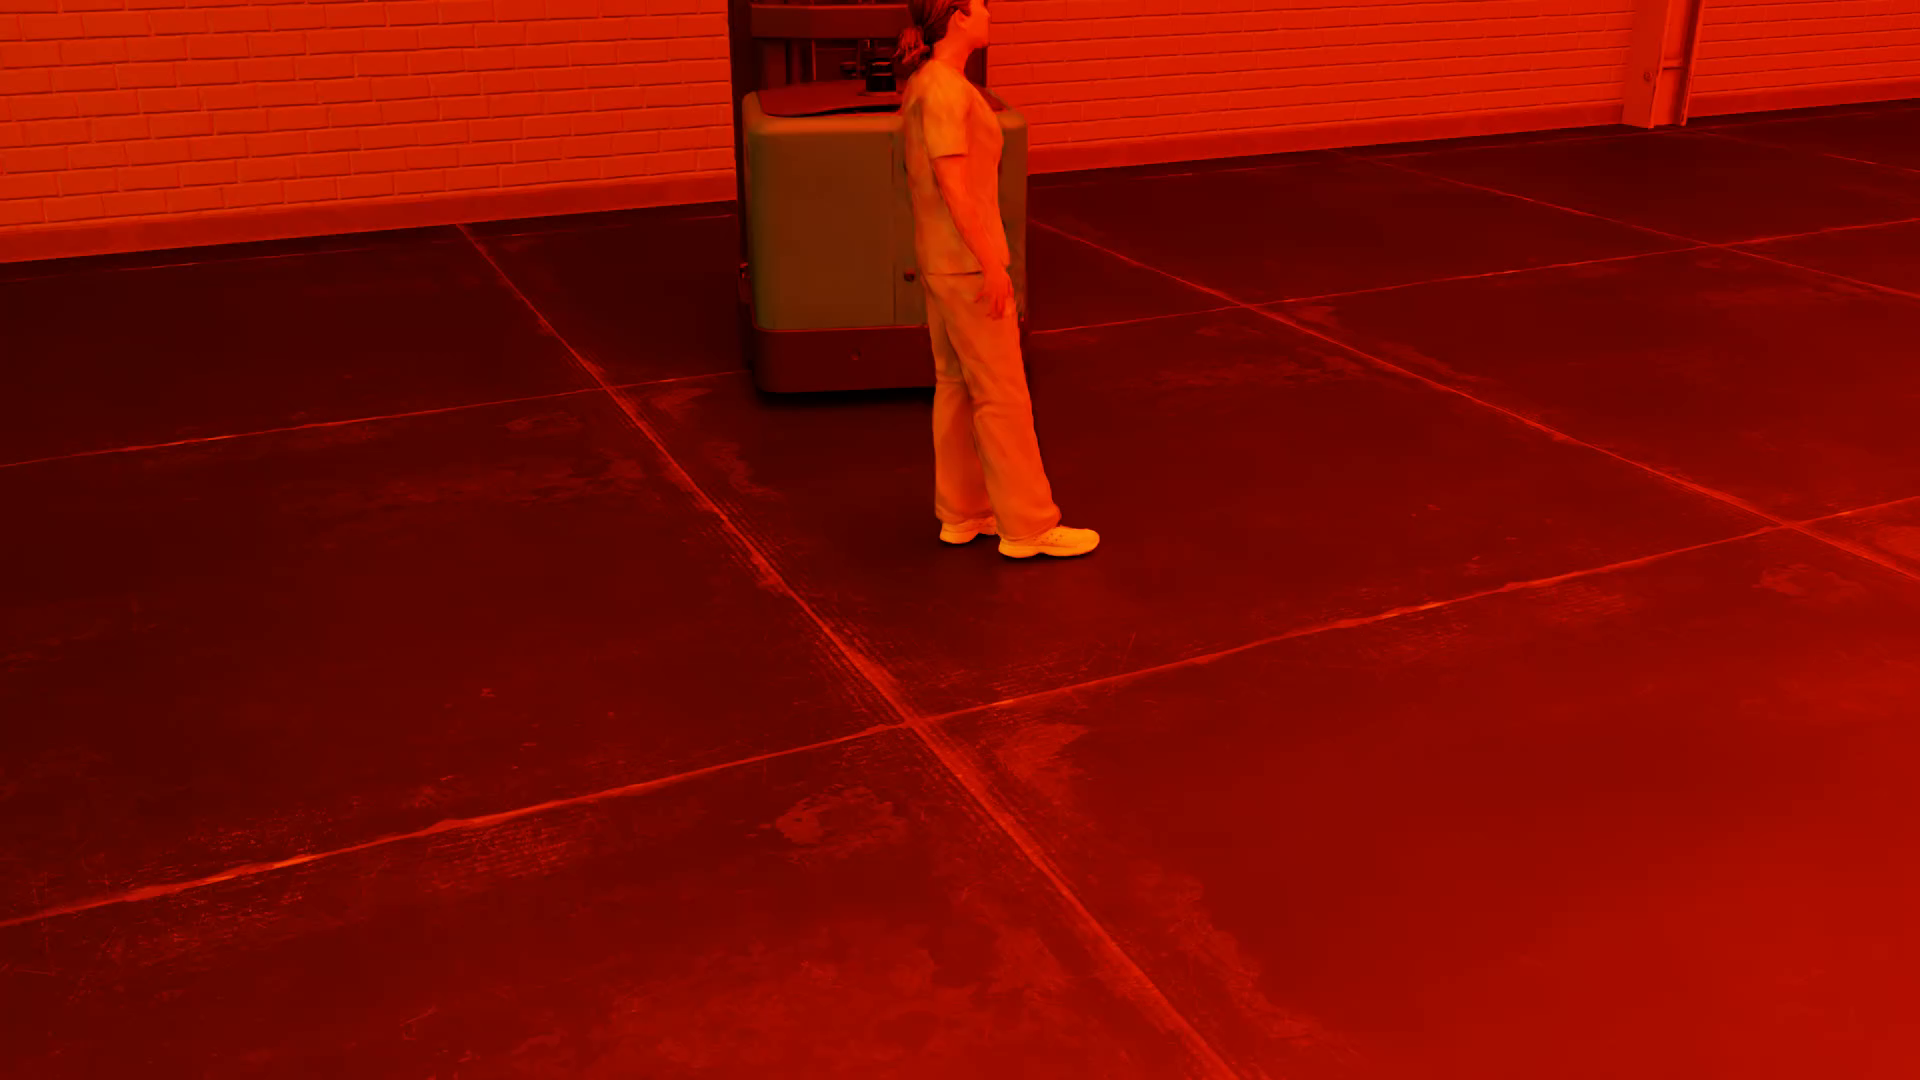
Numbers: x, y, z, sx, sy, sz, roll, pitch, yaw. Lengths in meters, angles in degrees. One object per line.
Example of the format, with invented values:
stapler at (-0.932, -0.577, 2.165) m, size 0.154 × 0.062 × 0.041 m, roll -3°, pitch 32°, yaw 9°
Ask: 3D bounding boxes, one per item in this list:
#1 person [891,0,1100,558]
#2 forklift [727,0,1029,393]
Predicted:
person at (0.103, -0.786, 4.800) m, size 0.591 × 1.676 × 0.533 m, roll -3°, pitch 23°, yaw -8°
forklift at (-0.465, -2.437, 7.152) m, size 1.130 × 2.935 × 3.031 m, roll -3°, pitch 23°, yaw -8°
